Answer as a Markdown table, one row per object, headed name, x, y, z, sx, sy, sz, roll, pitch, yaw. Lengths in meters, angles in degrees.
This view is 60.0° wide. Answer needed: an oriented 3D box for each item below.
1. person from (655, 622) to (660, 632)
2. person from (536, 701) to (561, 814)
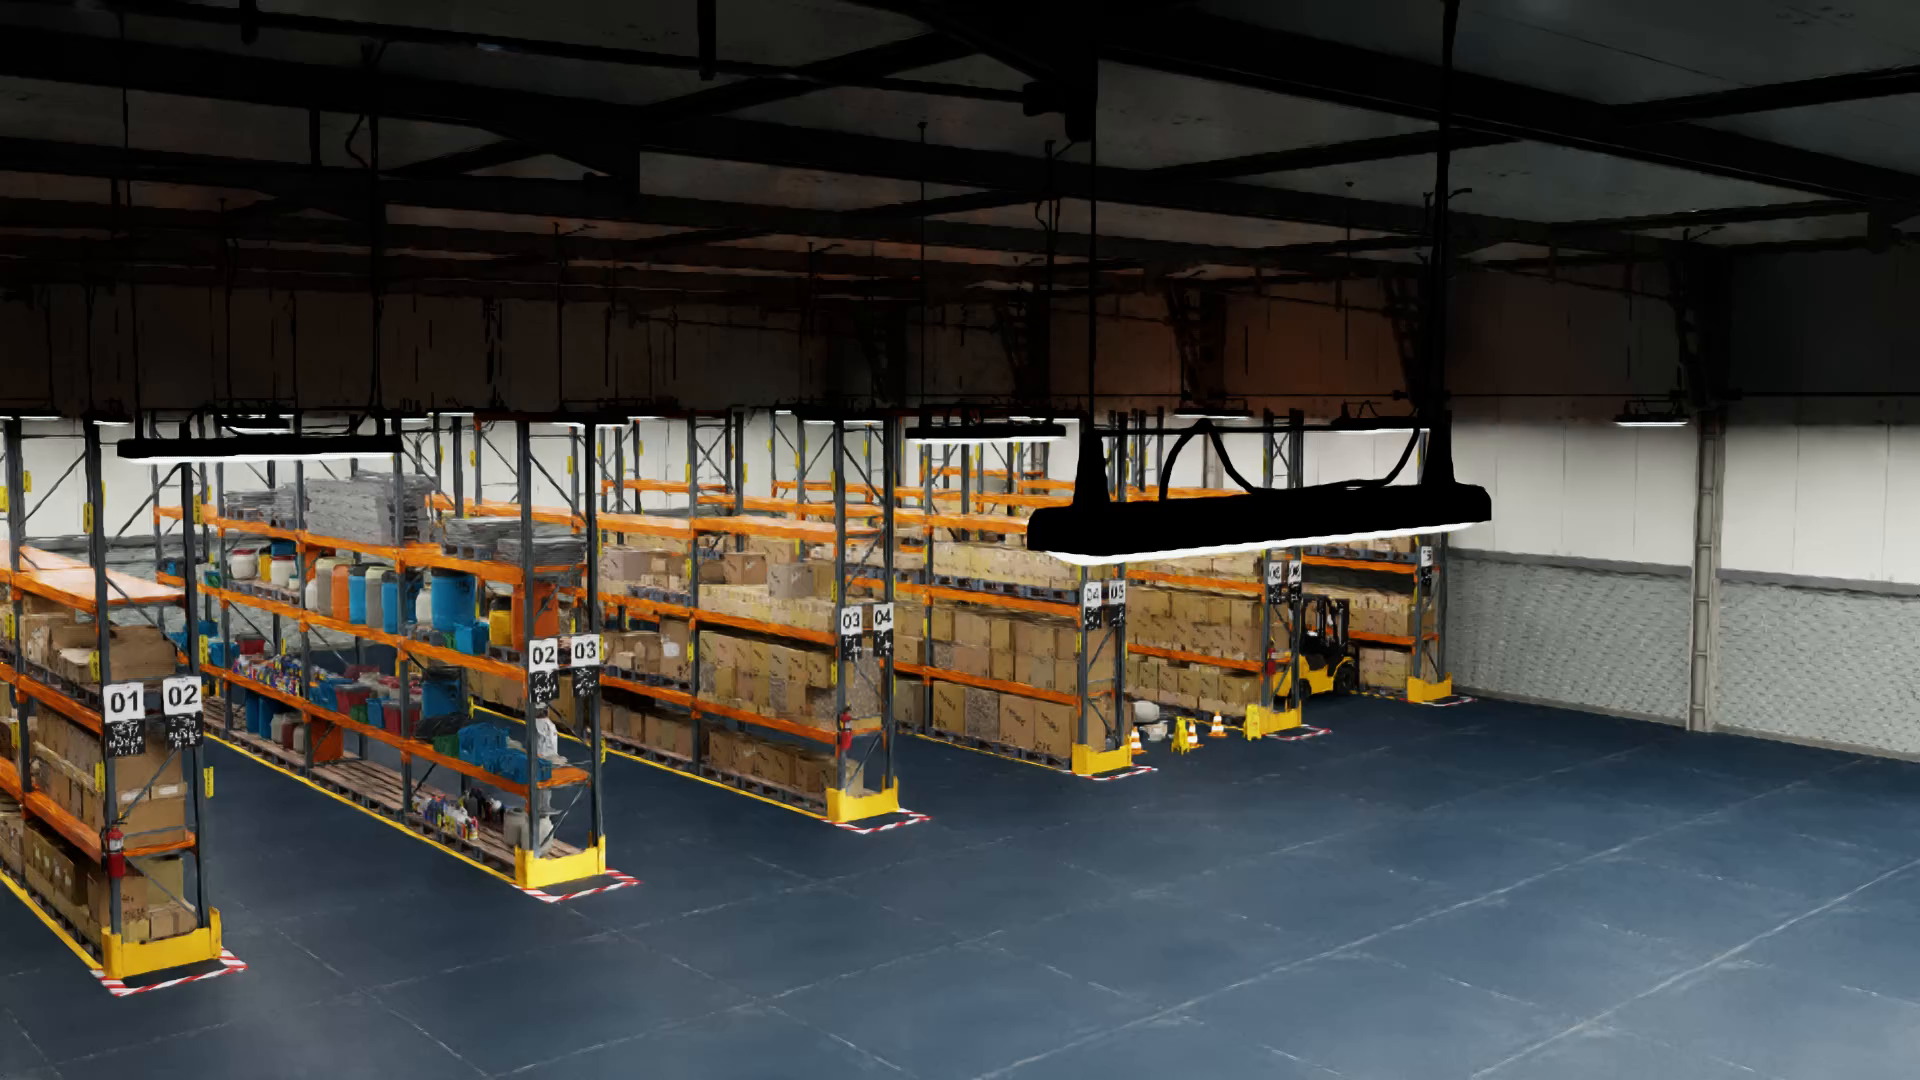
| name | x | y | z | sx | sy | sz | roll | pitch | yaw |
| --- | --- | --- | --- | --- | --- | --- | --- | --- | --- |
| person | -7.583 | 1.793 | 42.134 | 0.571 | 1.666 | 0.375 | 2 | 5 | 17 |
| person | -6.256 | 3.276 | 25.111 | 0.554 | 1.682 | 0.434 | 3 | 6 | 27 |
